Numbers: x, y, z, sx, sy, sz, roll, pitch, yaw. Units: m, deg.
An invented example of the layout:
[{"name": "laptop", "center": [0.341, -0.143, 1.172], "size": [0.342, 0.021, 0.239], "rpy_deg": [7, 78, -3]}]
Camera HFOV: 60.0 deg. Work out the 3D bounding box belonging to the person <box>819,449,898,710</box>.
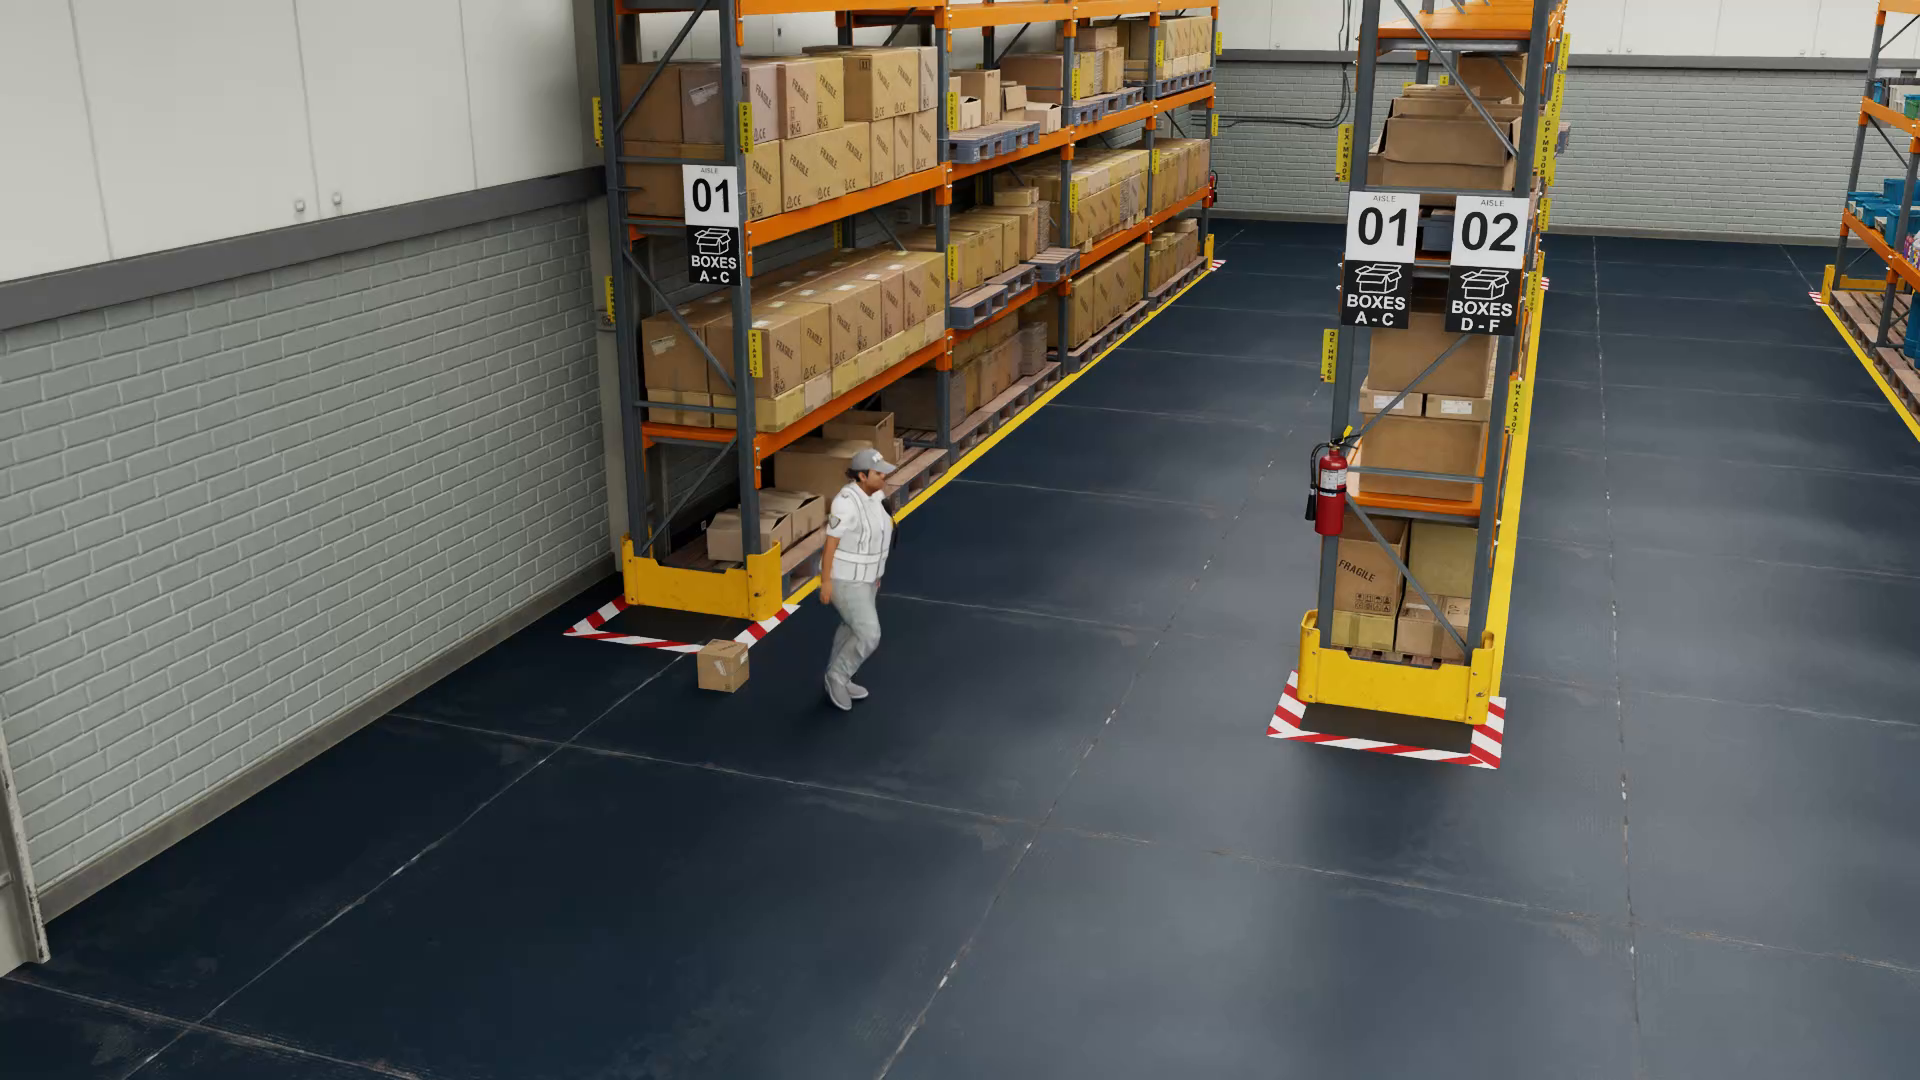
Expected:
[{"name": "person", "center": [-0.641, 0.230, 10.341], "size": [0.502, 1.647, 0.528], "rpy_deg": [8, 21, 23]}]
